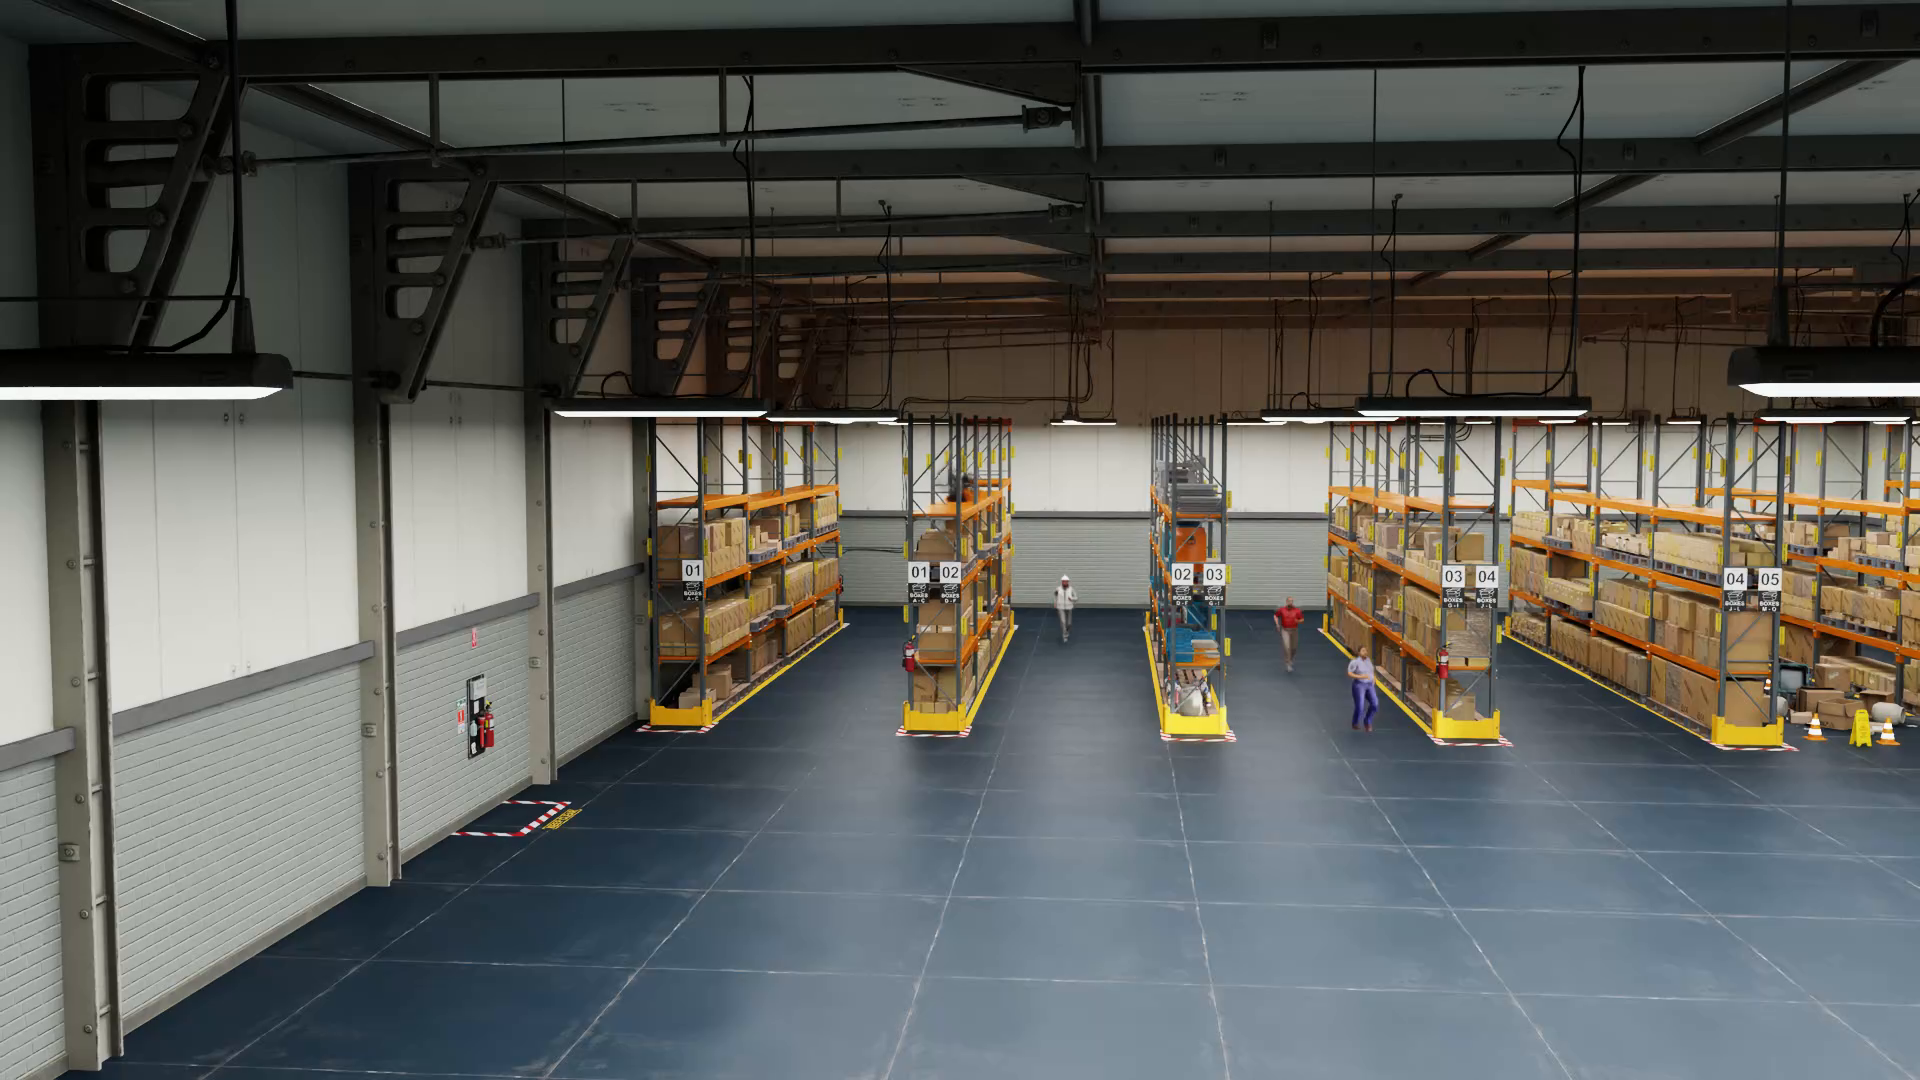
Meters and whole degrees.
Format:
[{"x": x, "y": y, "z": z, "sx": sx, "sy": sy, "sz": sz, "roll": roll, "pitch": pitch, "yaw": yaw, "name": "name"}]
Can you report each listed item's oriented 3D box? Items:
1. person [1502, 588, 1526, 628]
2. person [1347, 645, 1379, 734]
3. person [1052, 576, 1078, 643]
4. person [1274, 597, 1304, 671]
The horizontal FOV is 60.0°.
[{"x": 15.825, "y": 1.655, "z": 47.217, "sx": 0.966, "sy": 1.774, "sz": 0.705, "roll": 2, "pitch": 4, "yaw": 23, "name": "person"}, {"x": 7.559, "y": 2.813, "z": 31.228, "sx": 0.666, "sy": 1.669, "sz": 0.628, "roll": -1, "pitch": 4, "yaw": -20, "name": "person"}, {"x": 2.812, "y": 1.831, "z": 44.511, "sx": 0.659, "sy": 1.755, "sz": 0.914, "roll": 0, "pitch": 4, "yaw": -1, "name": "person"}, {"x": 7.791, "y": 2.200, "z": 39.278, "sx": 0.665, "sy": 1.706, "sz": 0.938, "roll": 0, "pitch": 4, "yaw": -2, "name": "person"}]
